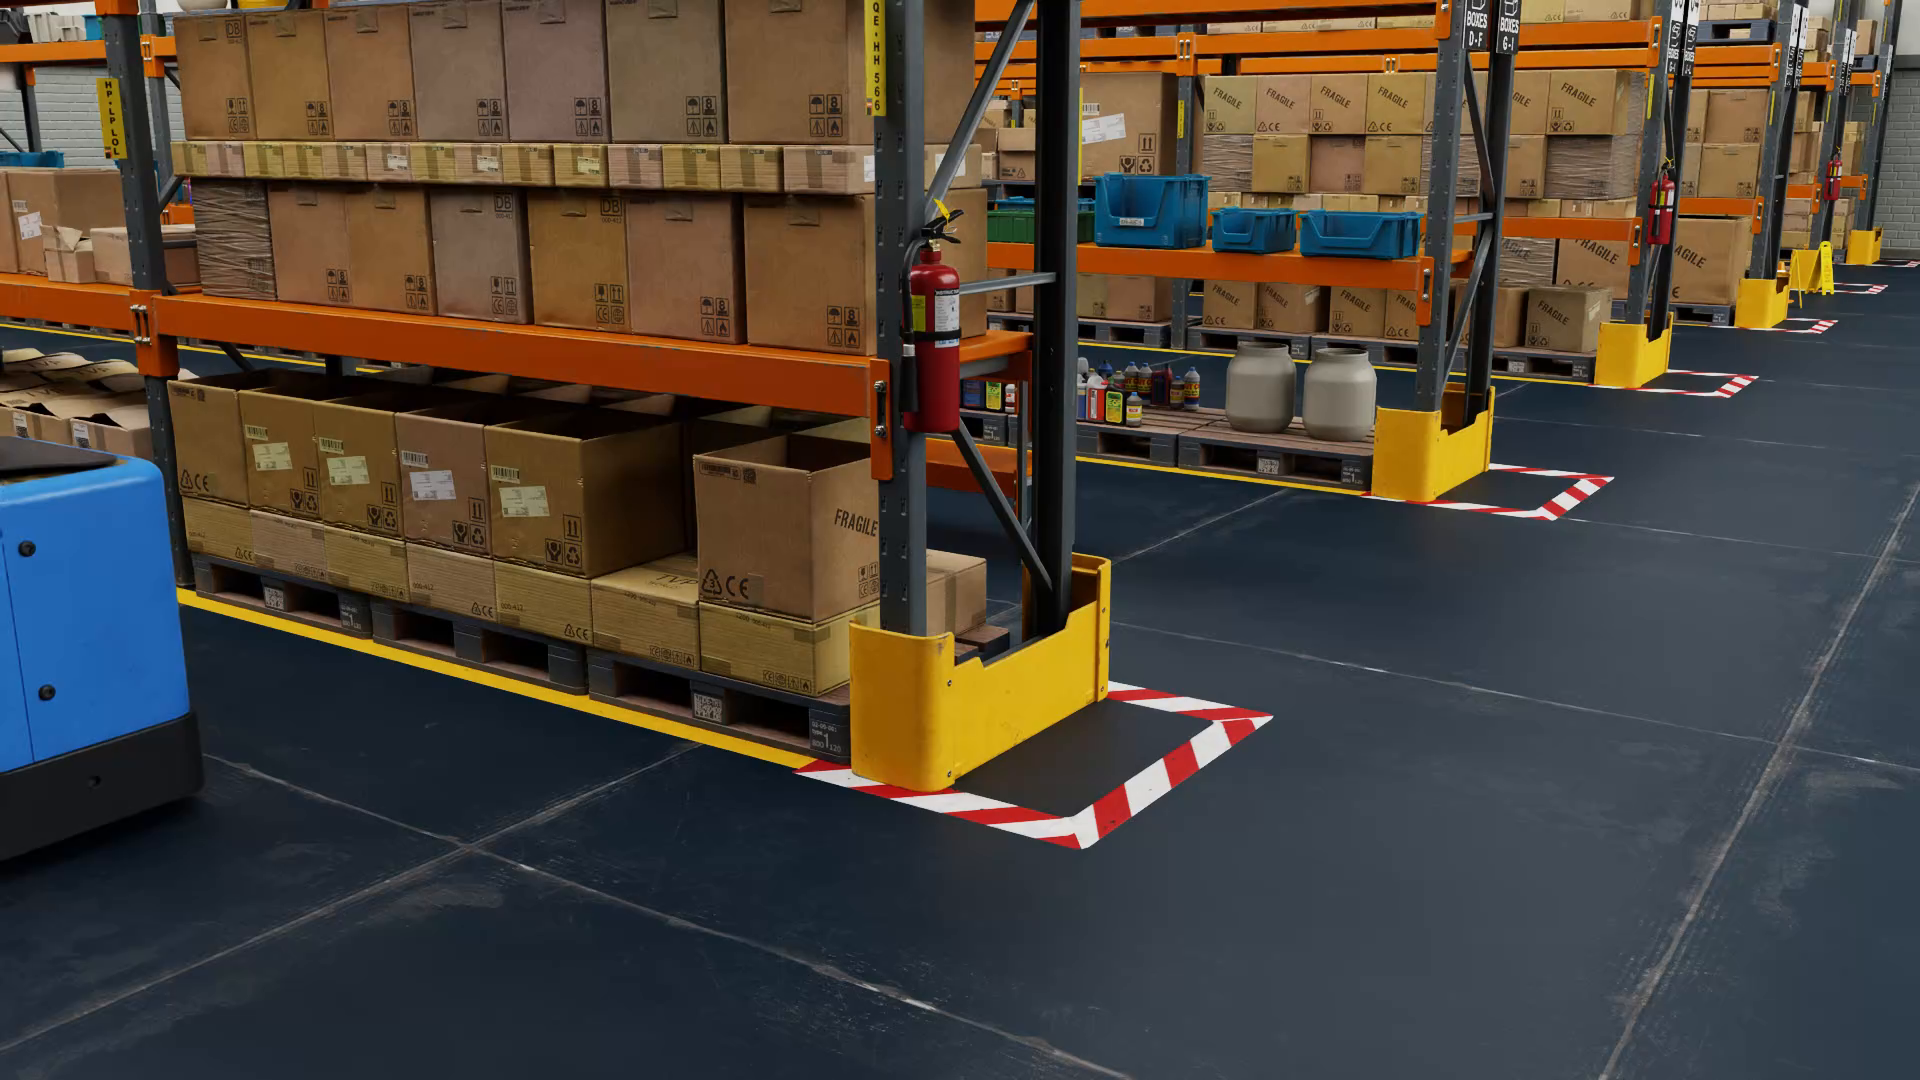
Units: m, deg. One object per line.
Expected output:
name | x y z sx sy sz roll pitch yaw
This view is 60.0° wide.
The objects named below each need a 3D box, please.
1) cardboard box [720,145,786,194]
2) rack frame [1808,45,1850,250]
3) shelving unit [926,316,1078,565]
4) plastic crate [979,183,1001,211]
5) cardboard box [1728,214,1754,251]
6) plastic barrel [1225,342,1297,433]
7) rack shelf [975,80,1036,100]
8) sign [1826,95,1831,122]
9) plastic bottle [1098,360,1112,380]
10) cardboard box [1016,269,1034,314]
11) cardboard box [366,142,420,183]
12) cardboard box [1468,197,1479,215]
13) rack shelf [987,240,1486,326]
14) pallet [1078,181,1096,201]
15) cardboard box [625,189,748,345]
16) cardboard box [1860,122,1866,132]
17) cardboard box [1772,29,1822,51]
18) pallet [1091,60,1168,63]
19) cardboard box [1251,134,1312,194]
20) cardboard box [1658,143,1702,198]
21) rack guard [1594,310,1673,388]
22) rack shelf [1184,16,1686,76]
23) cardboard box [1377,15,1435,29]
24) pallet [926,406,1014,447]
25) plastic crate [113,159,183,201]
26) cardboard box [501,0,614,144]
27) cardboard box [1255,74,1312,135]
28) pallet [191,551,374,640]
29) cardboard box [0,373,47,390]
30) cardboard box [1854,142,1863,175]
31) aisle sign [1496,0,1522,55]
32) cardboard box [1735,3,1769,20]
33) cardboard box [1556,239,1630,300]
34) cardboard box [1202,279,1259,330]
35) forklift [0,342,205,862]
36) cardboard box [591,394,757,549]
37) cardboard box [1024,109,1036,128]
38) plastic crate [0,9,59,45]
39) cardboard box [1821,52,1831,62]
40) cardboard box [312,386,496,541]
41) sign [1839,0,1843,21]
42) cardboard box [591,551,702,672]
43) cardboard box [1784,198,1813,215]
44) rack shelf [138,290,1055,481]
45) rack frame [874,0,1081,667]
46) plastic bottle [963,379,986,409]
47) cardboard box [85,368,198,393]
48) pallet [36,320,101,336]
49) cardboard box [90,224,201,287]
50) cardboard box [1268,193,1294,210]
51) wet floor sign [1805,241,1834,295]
cardboard box | -0.567 -1.220 5.453 0.250 0.149 0.380 10 17 34
rack frame | 11.137 -4.760 21.308 0.127 3.000 1.000 9 17 33
shelving unit | -0.006 -0.547 8.192 1.048 1.125 0.538 9 17 33
plastic crate | -0.113 -2.207 11.125 0.504 0.338 0.767 9 17 33
cardboard box | 10.327 -4.048 21.722 0.500 0.500 0.500 9 17 33
plastic barrel | 1.838 -0.933 10.151 0.421 0.512 0.421 0 14 0
rack shelf | -0.479 -7.744 28.618 4.000 0.370 1.077 9 17 33
sign | 10.811 -5.367 20.695 0.005 0.325 0.100 9 17 33
plastic bottle | 0.976 -1.077 11.194 0.097 0.271 0.097 0 14 0
cardboard box | 0.940 -2.550 16.667 0.500 0.500 0.700 8 16 28
cardboard box | -2.058 -1.462 6.429 0.250 0.149 0.380 9 16 31
cardboard box | 4.428 -2.794 13.891 0.250 0.149 0.380 9 17 33
rack shelf | 1.183 -1.715 10.506 4.000 0.370 1.077 9 17 33
pallet | 1.734 -3.358 16.047 1.213 0.211 1.003 9 17 33
cardboard box | -0.744 -0.992 5.881 0.500 0.500 0.700 10 17 34
cardboard box | 13.745 -6.345 25.536 0.250 0.149 0.380 9 16 32
cardboard box | 10.562 -6.302 20.990 0.500 0.250 0.500 9 16 32
pallet | 2.384 -6.121 20.956 1.003 0.211 1.213 10 17 35
cardboard box | 3.022 -3.366 14.852 0.500 0.500 0.875 9 17 33
cardboard box | 7.657 -3.942 17.693 0.550 0.550 0.875 9 17 33
rack guard | 5.544 -1.580 13.667 0.348 0.500 1.175 9 17 33
rack shelf | 3.947 -4.159 14.135 4.000 0.370 1.077 9 17 33
cardboard box | 3.808 -4.384 13.861 0.500 0.250 0.500 9 16 32
pallet | 0.057 -0.881 11.441 1.213 0.211 1.003 9 17 33
plastic crate | -7.693 -3.421 15.810 0.575 0.384 0.392 9 17 33
cardboard box | -1.208 -1.696 6.026 0.500 0.500 0.700 9 17 33
cardboard box | 2.935 -3.821 14.607 0.500 0.500 0.500 9 17 33
pallet | -2.608 0.123 7.386 1.213 0.211 1.003 9 17 33
cardboard box | -5.003 -0.688 8.541 0.500 0.311 0.500 9 16 32
cardboard box | 13.648 -5.920 25.788 0.500 0.500 0.500 10 17 35
aisle sign | 3.066 -3.107 9.221 0.004 0.787 0.394 9 17 33
cardboard box | 7.994 -5.323 16.781 0.250 0.149 0.380 9 17 33
cardboard box | 7.128 -3.127 18.260 0.875 0.875 0.875 9 16 32
cardboard box | 2.597 -2.249 15.494 0.500 0.500 0.500 9 16 31
forklift | -3.796 -0.705 5.072 3.031 2.935 1.130 9 16 32
cardboard box | -1.084 -0.290 6.538 0.500 0.500 0.500 9 17 33
cardboard box | 1.385 -6.786 27.207 0.500 0.500 0.500 9 17 33
plastic crate | -9.320 -5.108 16.602 0.767 0.338 0.504 9 17 33
cardboard box | 11.043 -6.203 21.419 0.250 0.149 0.380 9 17 33
cardboard box | -2.204 -0.320 6.660 0.500 0.500 0.500 9 17 33
sign | 10.811 -6.537 20.405 0.005 0.325 0.100 9 17 33
cardboard box | -0.957 0.244 5.942 0.500 0.250 0.500 9 17 33
cardboard box | 12.921 -5.171 25.738 0.500 0.250 0.500 10 17 34
rack shelf | -1.585 -0.728 6.519 4.000 0.370 1.077 9 17 33
rack frame | 0.075 -0.809 5.349 0.127 3.000 1.000 9 17 33
plastic bottle | 0.118 -1.044 10.895 0.185 0.351 0.144 8 16 30
cardboard box | -4.291 -0.729 8.708 0.500 0.311 0.500 9 16 31
pallet | -8.763 -2.306 17.200 1.213 0.211 1.003 9 17 33
cardboard box | -3.677 -1.330 7.765 0.500 0.250 0.500 10 17 36
cardboard box | 2.934 -3.014 14.777 0.250 0.149 0.380 9 17 33
wet floor sign | 10.698 -3.378 20.626 0.267 0.644 0.232 -10 17 -35
